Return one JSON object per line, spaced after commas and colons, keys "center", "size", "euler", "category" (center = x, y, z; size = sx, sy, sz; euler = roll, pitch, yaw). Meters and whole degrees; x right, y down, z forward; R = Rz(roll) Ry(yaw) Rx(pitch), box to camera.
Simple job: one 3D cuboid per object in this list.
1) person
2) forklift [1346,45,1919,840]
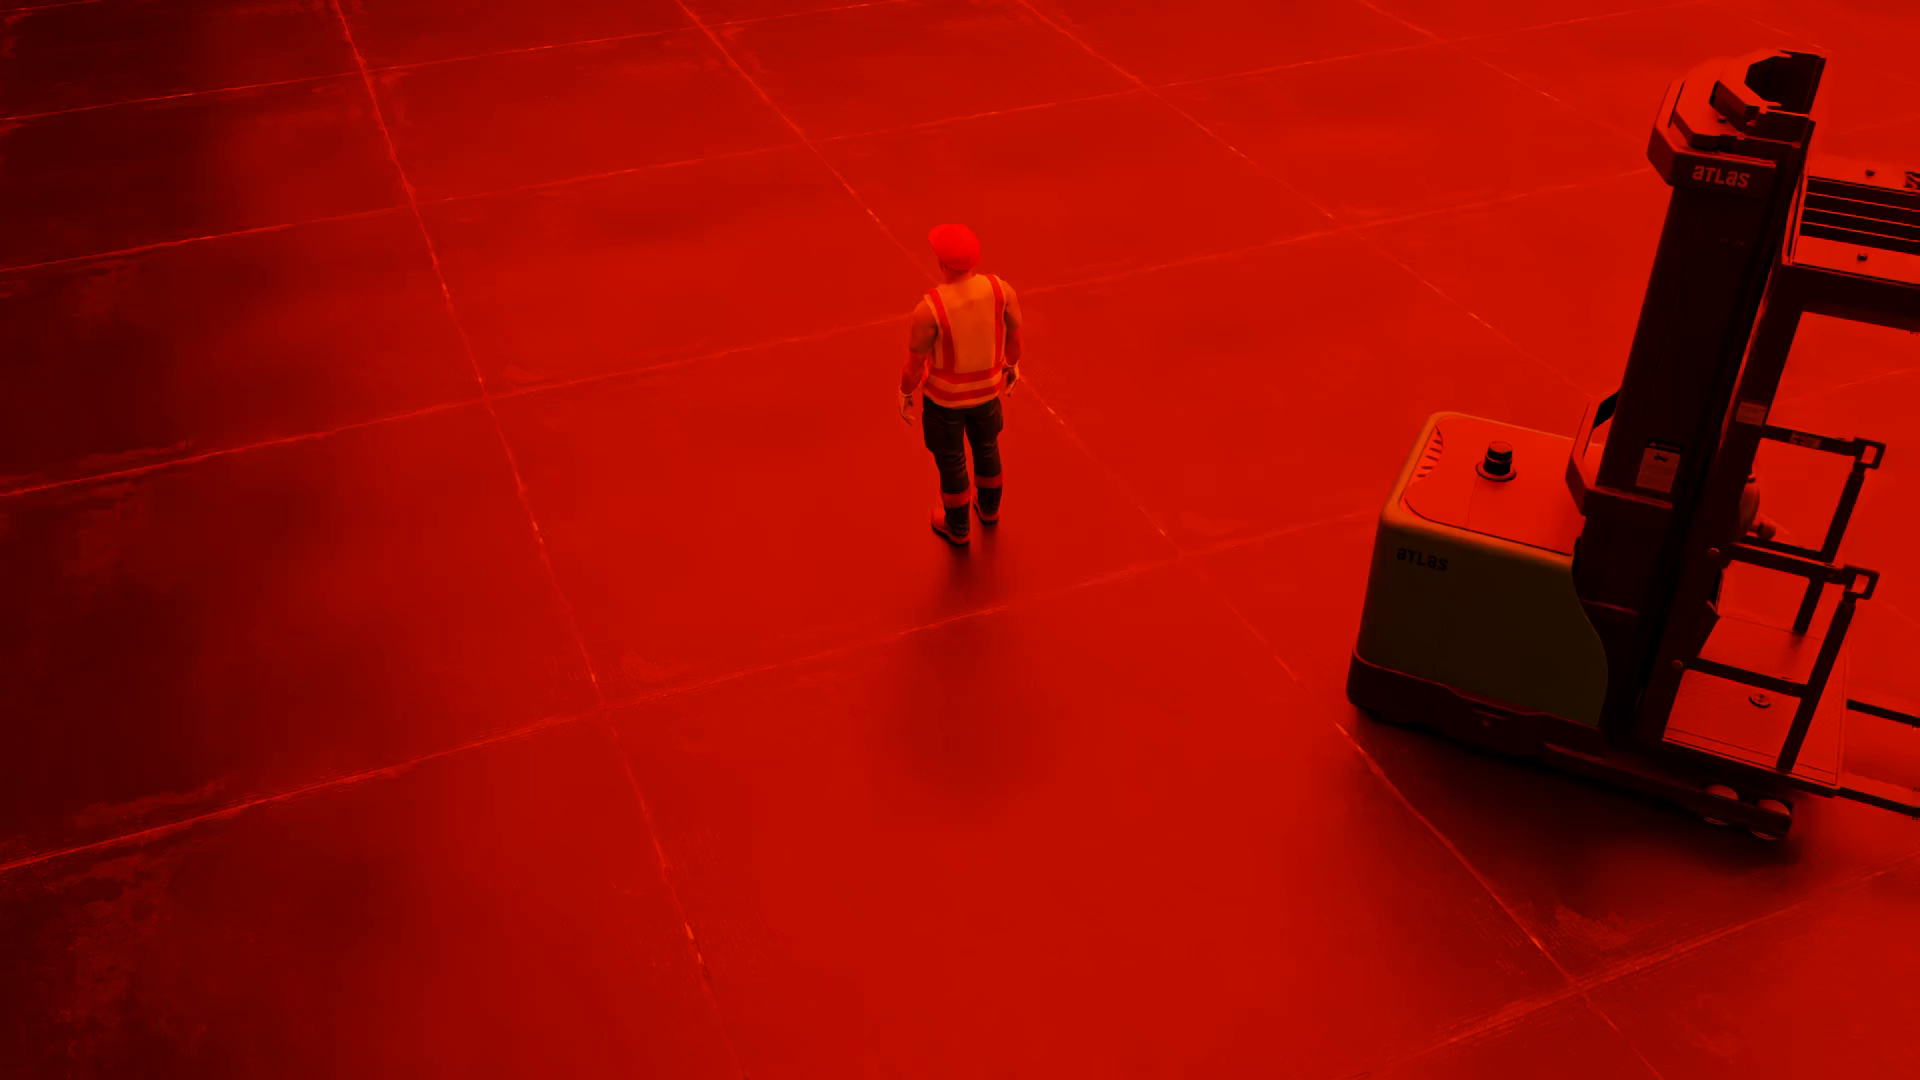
{"center": [-0.022, -0.780, 8.169], "size": [0.638, 1.789, 0.562], "euler": [-14, 38, -19], "category": "person"}
{"center": [3.305, -0.309, 6.533], "size": [3.031, 2.935, 1.130], "euler": [16, 38, 21], "category": "forklift"}
